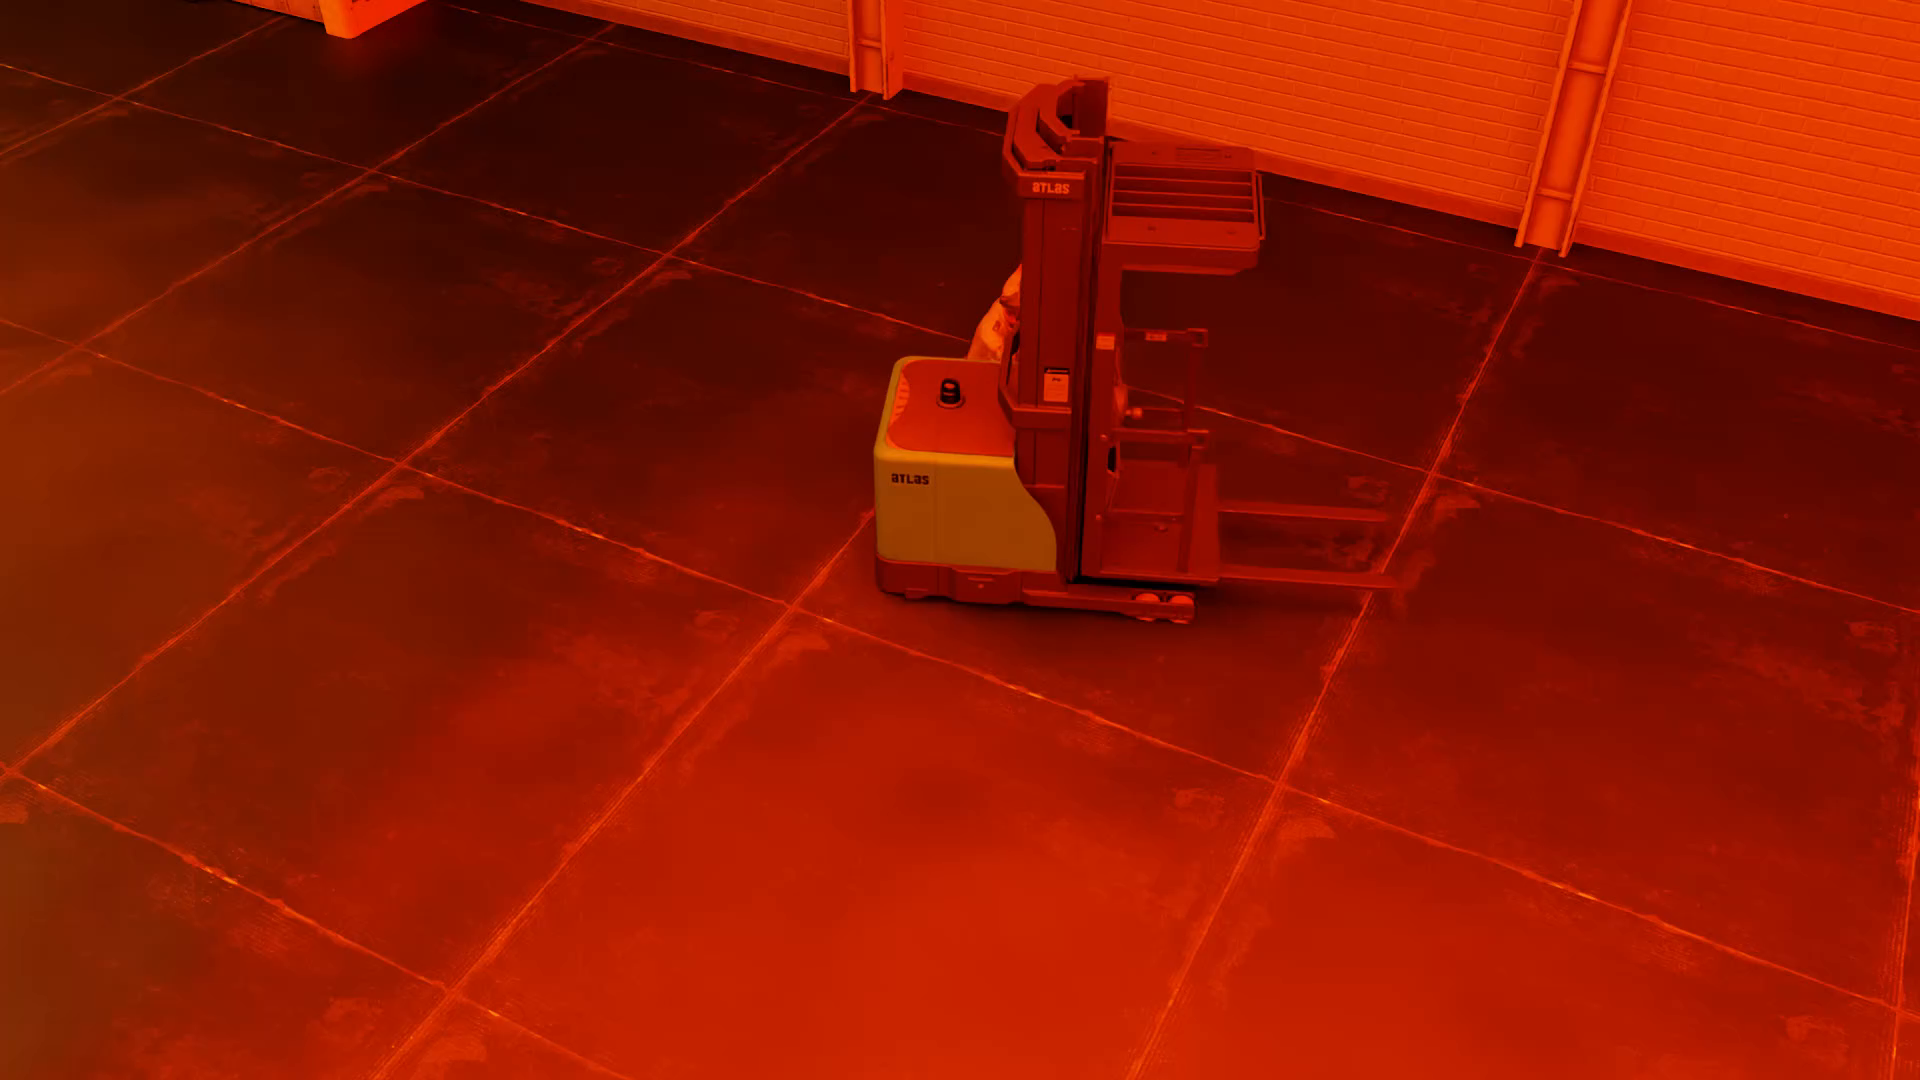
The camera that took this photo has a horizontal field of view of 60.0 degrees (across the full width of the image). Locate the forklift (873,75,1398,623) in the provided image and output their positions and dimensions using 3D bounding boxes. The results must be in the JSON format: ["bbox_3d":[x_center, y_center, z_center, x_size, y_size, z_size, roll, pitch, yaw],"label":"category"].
[{"bbox_3d":[1.055,-0.998,9.172,3.031,2.935,1.130,4,40,5],"label":"forklift"}]

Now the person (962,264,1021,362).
[{"bbox_3d":[0.380,-1.081,10.555,0.684,1.332,1.330,23,45,25],"label":"person"}]
